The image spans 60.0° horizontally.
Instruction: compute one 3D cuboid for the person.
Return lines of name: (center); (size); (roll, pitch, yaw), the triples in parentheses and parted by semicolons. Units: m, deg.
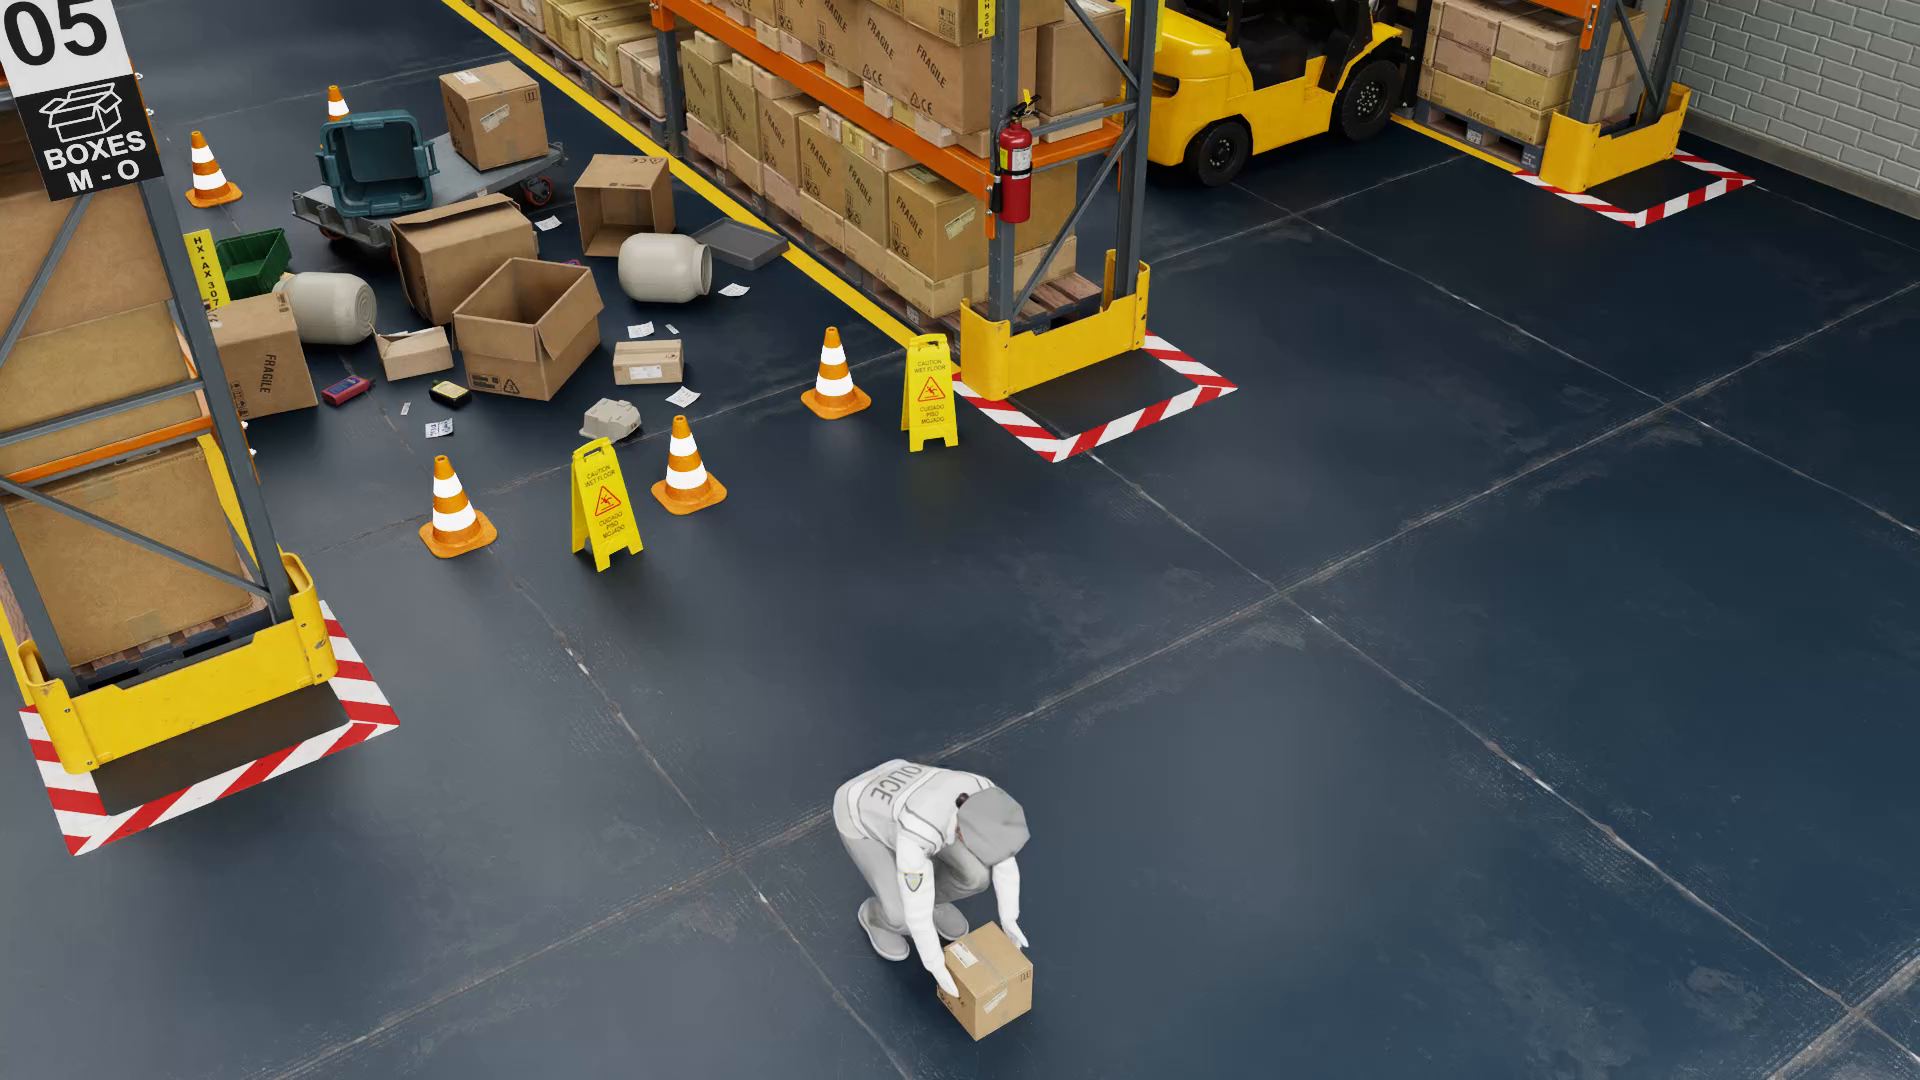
person: (-0.095, 1.143, 6.052); (0.495, 0.964, 0.847); (-23, 42, -28)
